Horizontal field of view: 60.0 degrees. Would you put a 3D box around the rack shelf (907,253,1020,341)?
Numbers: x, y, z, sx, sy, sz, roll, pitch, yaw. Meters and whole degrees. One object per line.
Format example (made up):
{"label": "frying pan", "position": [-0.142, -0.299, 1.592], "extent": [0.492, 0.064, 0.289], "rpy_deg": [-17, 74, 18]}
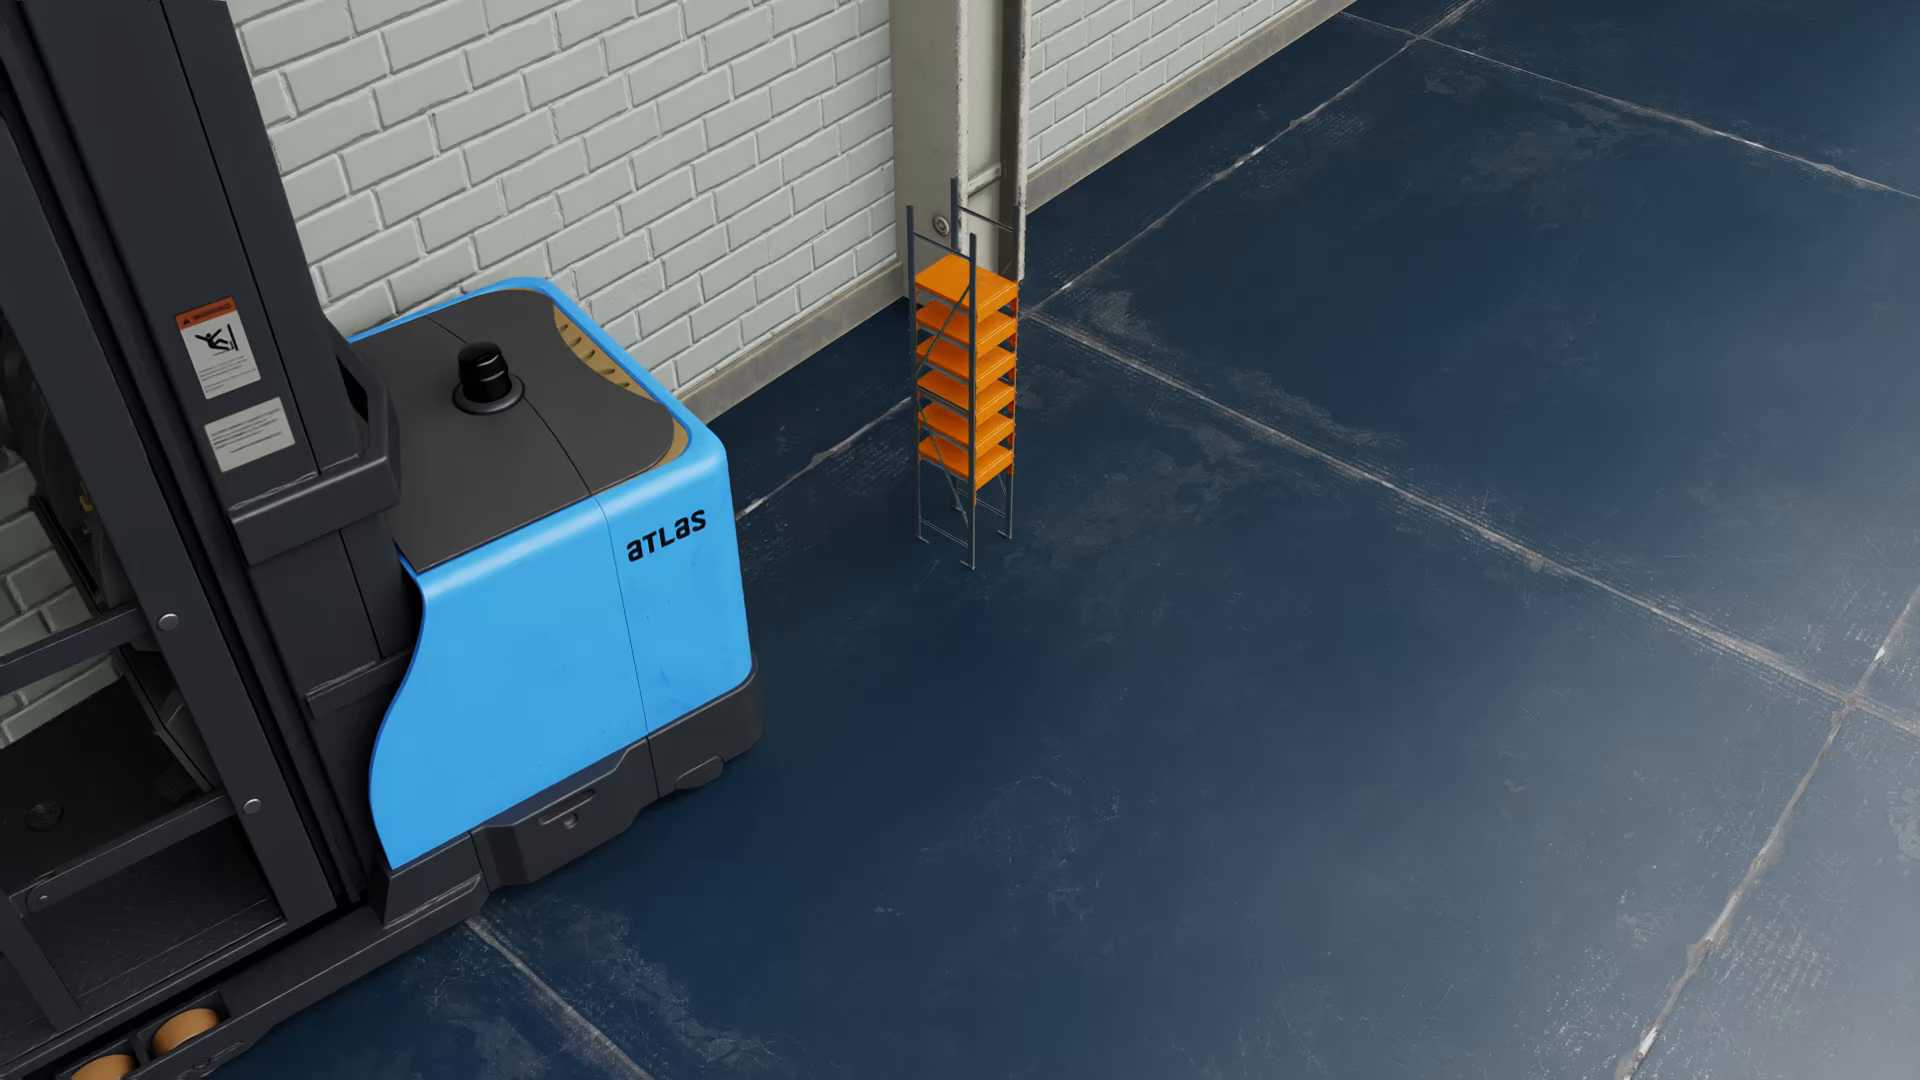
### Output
{"label": "rack shelf", "position": [0.009, -0.685, 4.642], "extent": [0.258, 0.103, 0.180], "rpy_deg": [29, 50, 28]}

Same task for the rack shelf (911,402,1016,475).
{"label": "rack shelf", "position": [0.009, -0.330, 4.965], "extent": [0.258, 0.103, 0.180], "rpy_deg": [29, 50, 28]}

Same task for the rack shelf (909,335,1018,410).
{"label": "rack shelf", "position": [0.009, -0.507, 4.804], "extent": [0.258, 0.103, 0.180], "rpy_deg": [29, 50, 28]}

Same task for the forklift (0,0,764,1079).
{"label": "forklift", "position": [-2.013, -0.157, 3.244], "extent": [3.031, 2.935, 1.130], "rpy_deg": [-28, 49, -27]}

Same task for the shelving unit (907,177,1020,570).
{"label": "shelving unit", "position": [0.009, -0.451, 4.855], "extent": [0.258, 1.200, 0.189], "rpy_deg": [29, 50, 28]}

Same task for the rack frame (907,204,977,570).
{"label": "rack frame", "position": [-0.050, -0.404, 4.803], "extent": [0.240, 1.200, 0.006], "rpy_deg": [29, 50, 28]}

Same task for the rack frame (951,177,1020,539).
{"label": "rack frame", "position": [0.068, -0.498, 4.906], "extent": [0.240, 1.200, 0.006], "rpy_deg": [29, 50, 28]}

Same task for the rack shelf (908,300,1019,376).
{"label": "rack shelf", "position": [0.009, -0.596, 4.723], "extent": [0.258, 0.103, 0.180], "rpy_deg": [29, 50, 28]}

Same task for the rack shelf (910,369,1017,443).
{"label": "rack shelf", "position": [0.009, -0.419, 4.884], "extent": [0.258, 0.103, 0.180], "rpy_deg": [29, 50, 28]}

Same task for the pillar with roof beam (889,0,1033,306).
{"label": "pillar with roof beam", "position": [3.299, -2.438, 1.242], "extent": [9.100, 9.000, 0.400], "rpy_deg": [29, 50, 28]}

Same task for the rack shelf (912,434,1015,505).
{"label": "rack shelf", "position": [0.009, -0.241, 5.046], "extent": [0.258, 0.103, 0.180], "rpy_deg": [29, 50, 28]}
